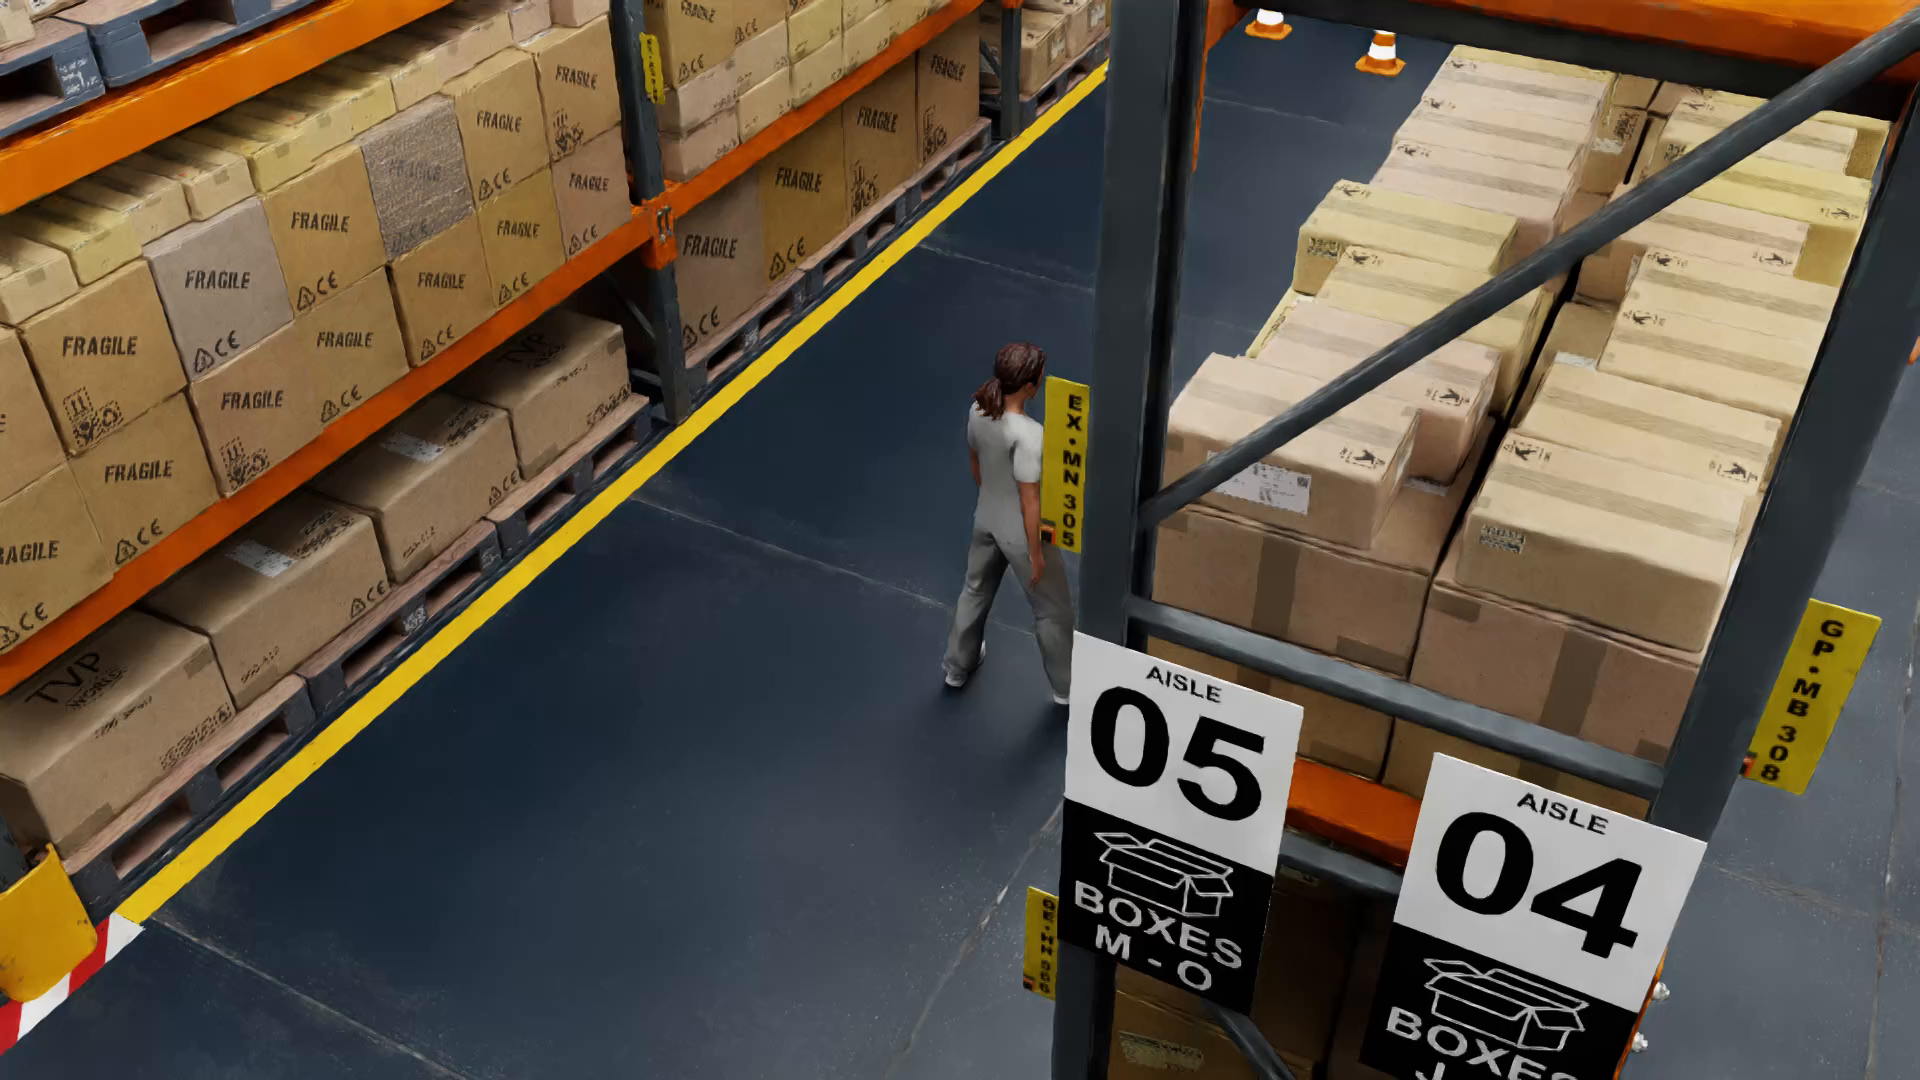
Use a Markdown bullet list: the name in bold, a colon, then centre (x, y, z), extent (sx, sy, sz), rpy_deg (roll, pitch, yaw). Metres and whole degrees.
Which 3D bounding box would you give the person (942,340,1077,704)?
- **person**: centre (0.278, -0.048, 6.781), extent (0.618, 1.663, 0.629), rpy_deg (-23, 44, -27)
